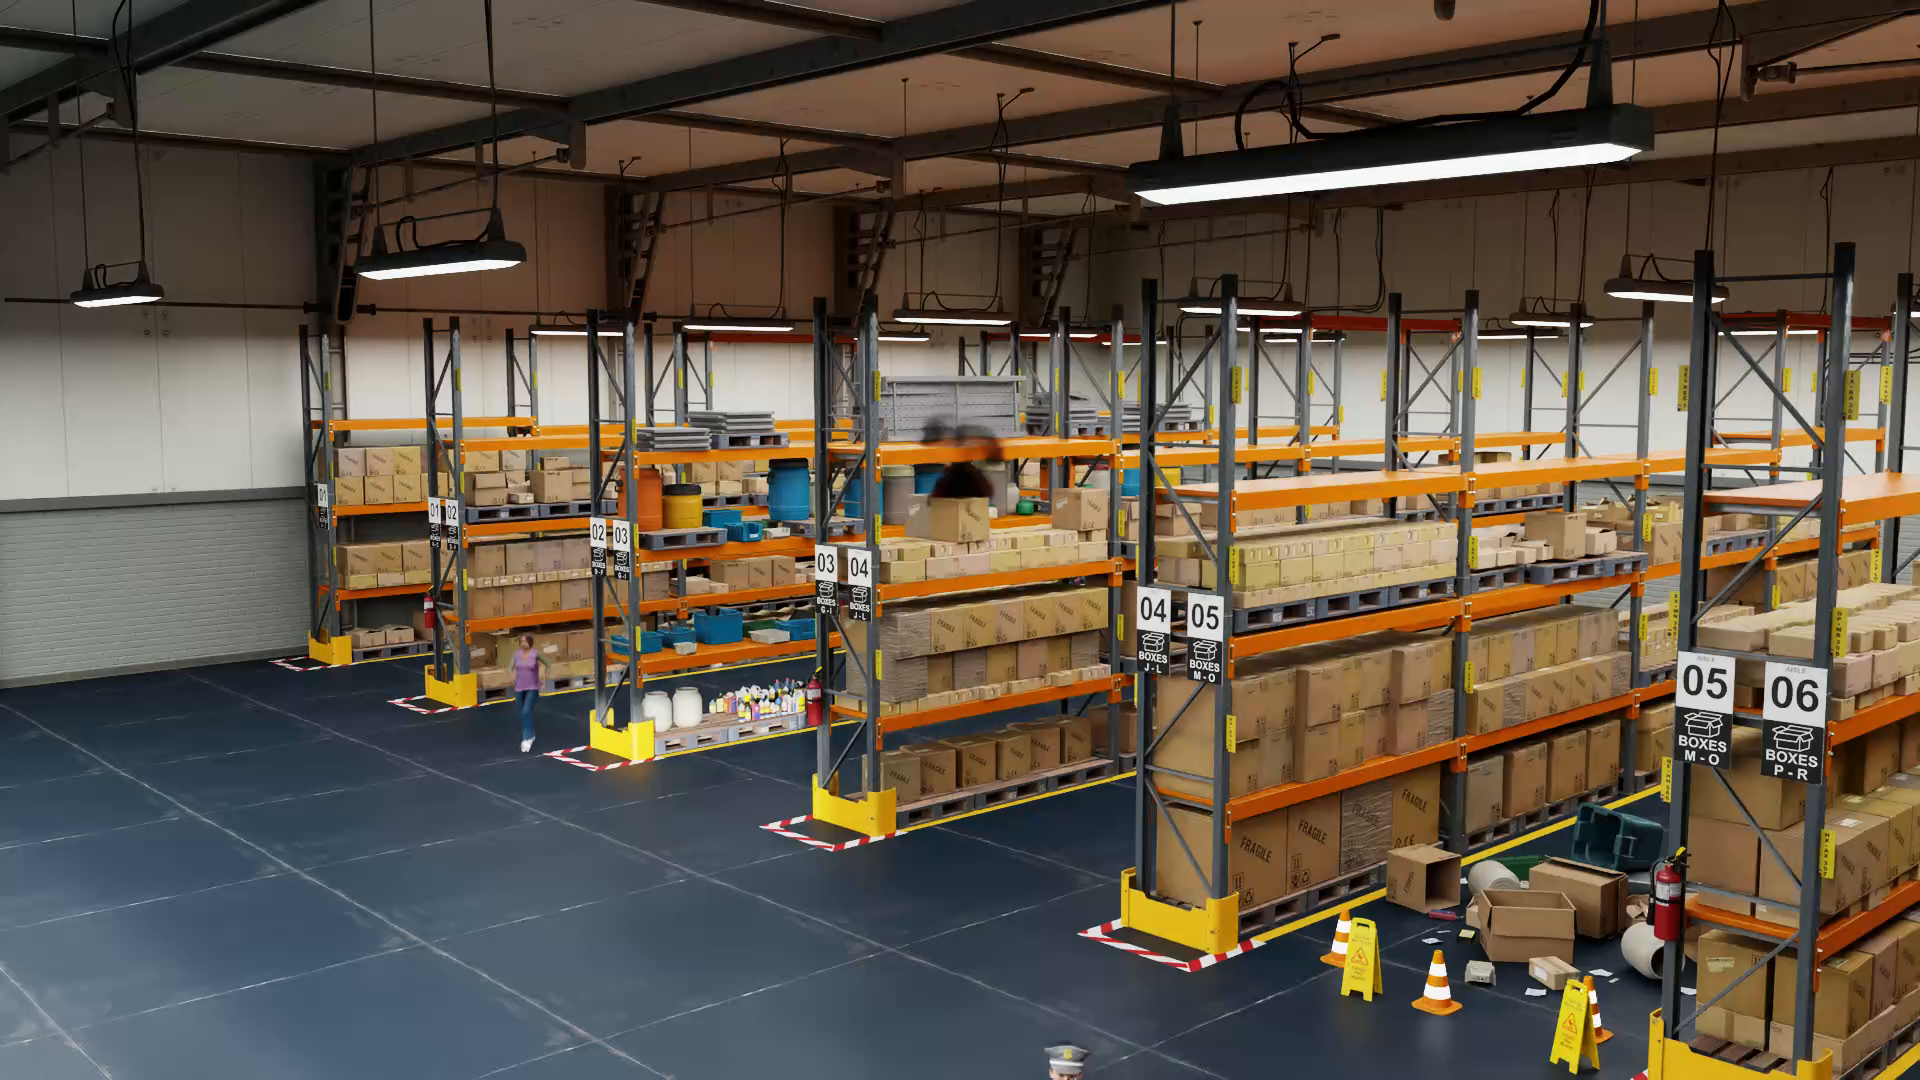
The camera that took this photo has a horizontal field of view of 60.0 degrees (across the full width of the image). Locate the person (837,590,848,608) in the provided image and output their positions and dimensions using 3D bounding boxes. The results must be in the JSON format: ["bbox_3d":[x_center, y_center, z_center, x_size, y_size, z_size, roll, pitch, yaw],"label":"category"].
[{"bbox_3d":[-2.374,0.866,34.280,0.563,1.756,0.776,4,7,36],"label":"person"}]

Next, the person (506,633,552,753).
[{"bbox_3d":[-5.920,2.081,22.739,0.550,1.634,0.661,1,6,11],"label":"person"}]

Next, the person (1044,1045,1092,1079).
[{"bbox_3d":[0.552,3.450,8.868,0.640,1.686,0.904,0,6,4],"label":"person"}]
